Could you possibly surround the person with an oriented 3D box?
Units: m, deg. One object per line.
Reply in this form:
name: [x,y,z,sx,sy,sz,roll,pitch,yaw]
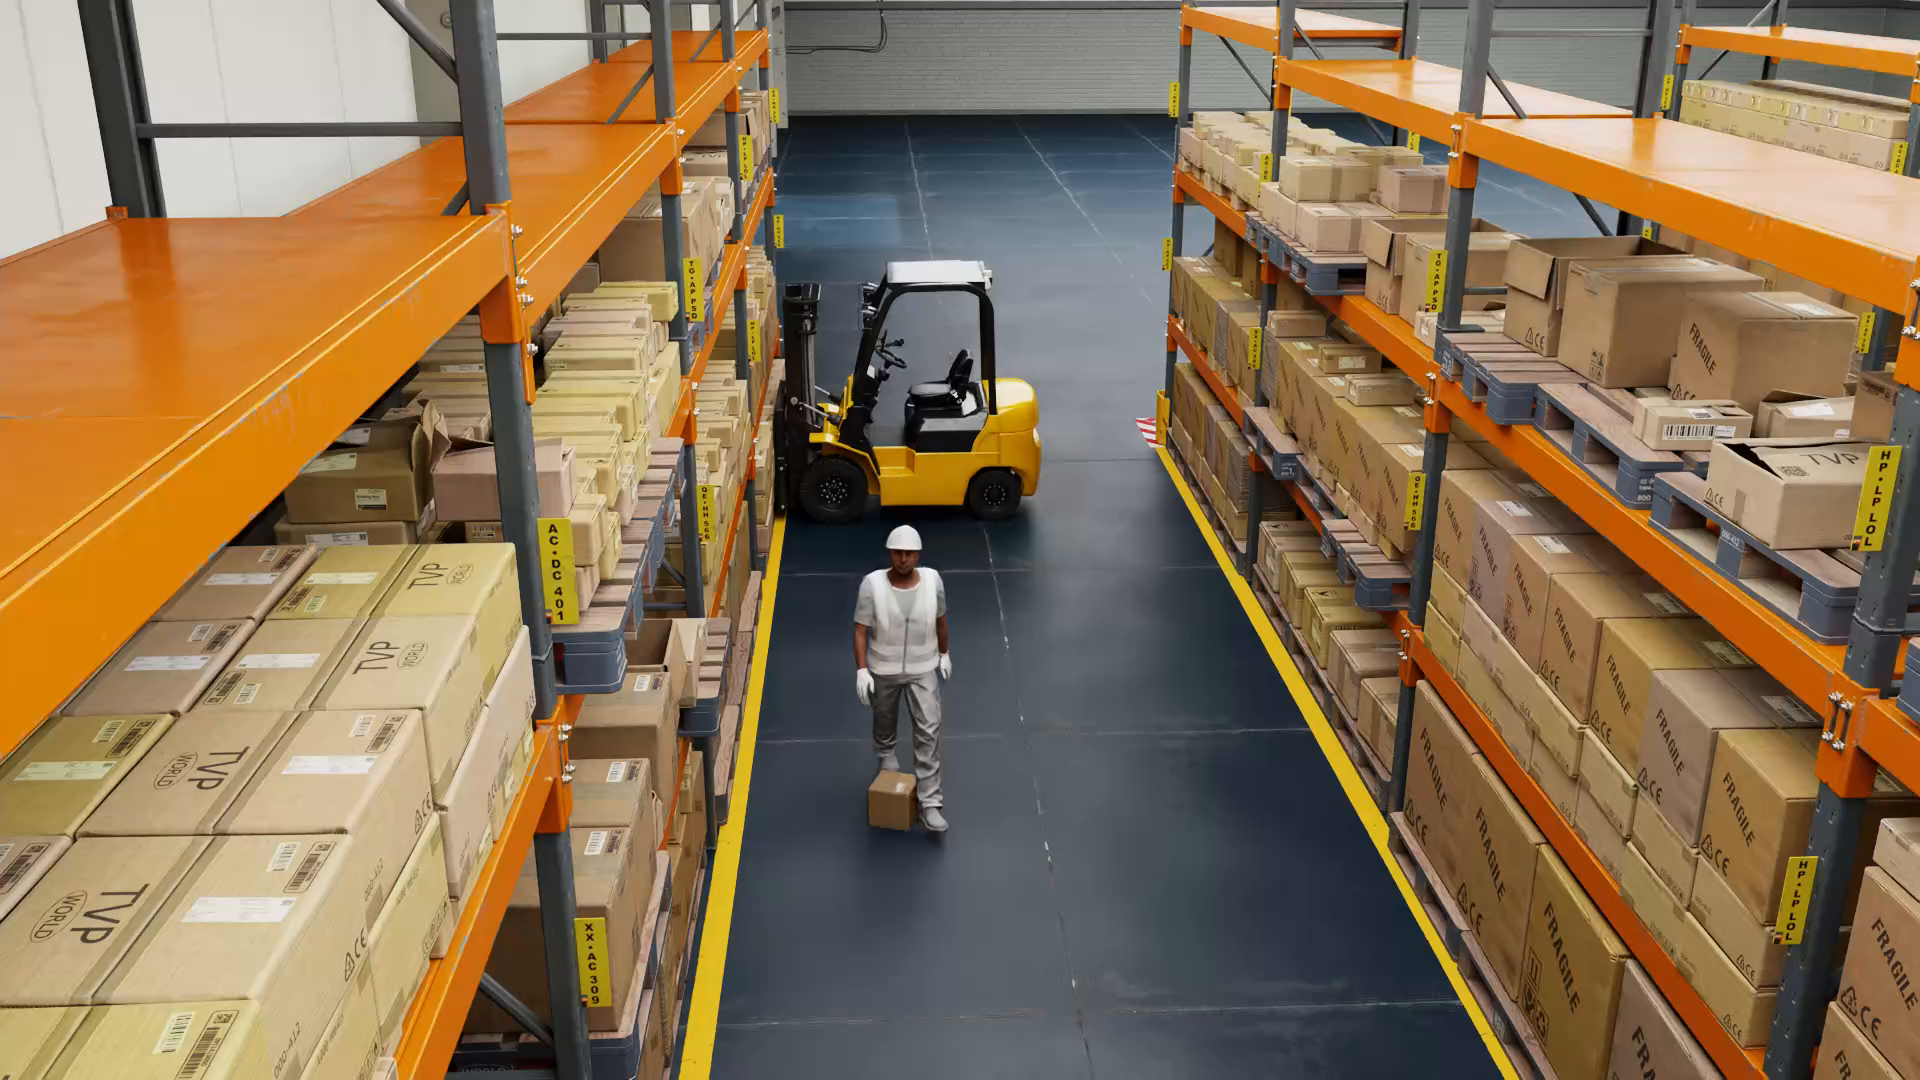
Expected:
person: [-0.326,0.764,9.814,0.599,1.724,1.074,-2,20,-5]
